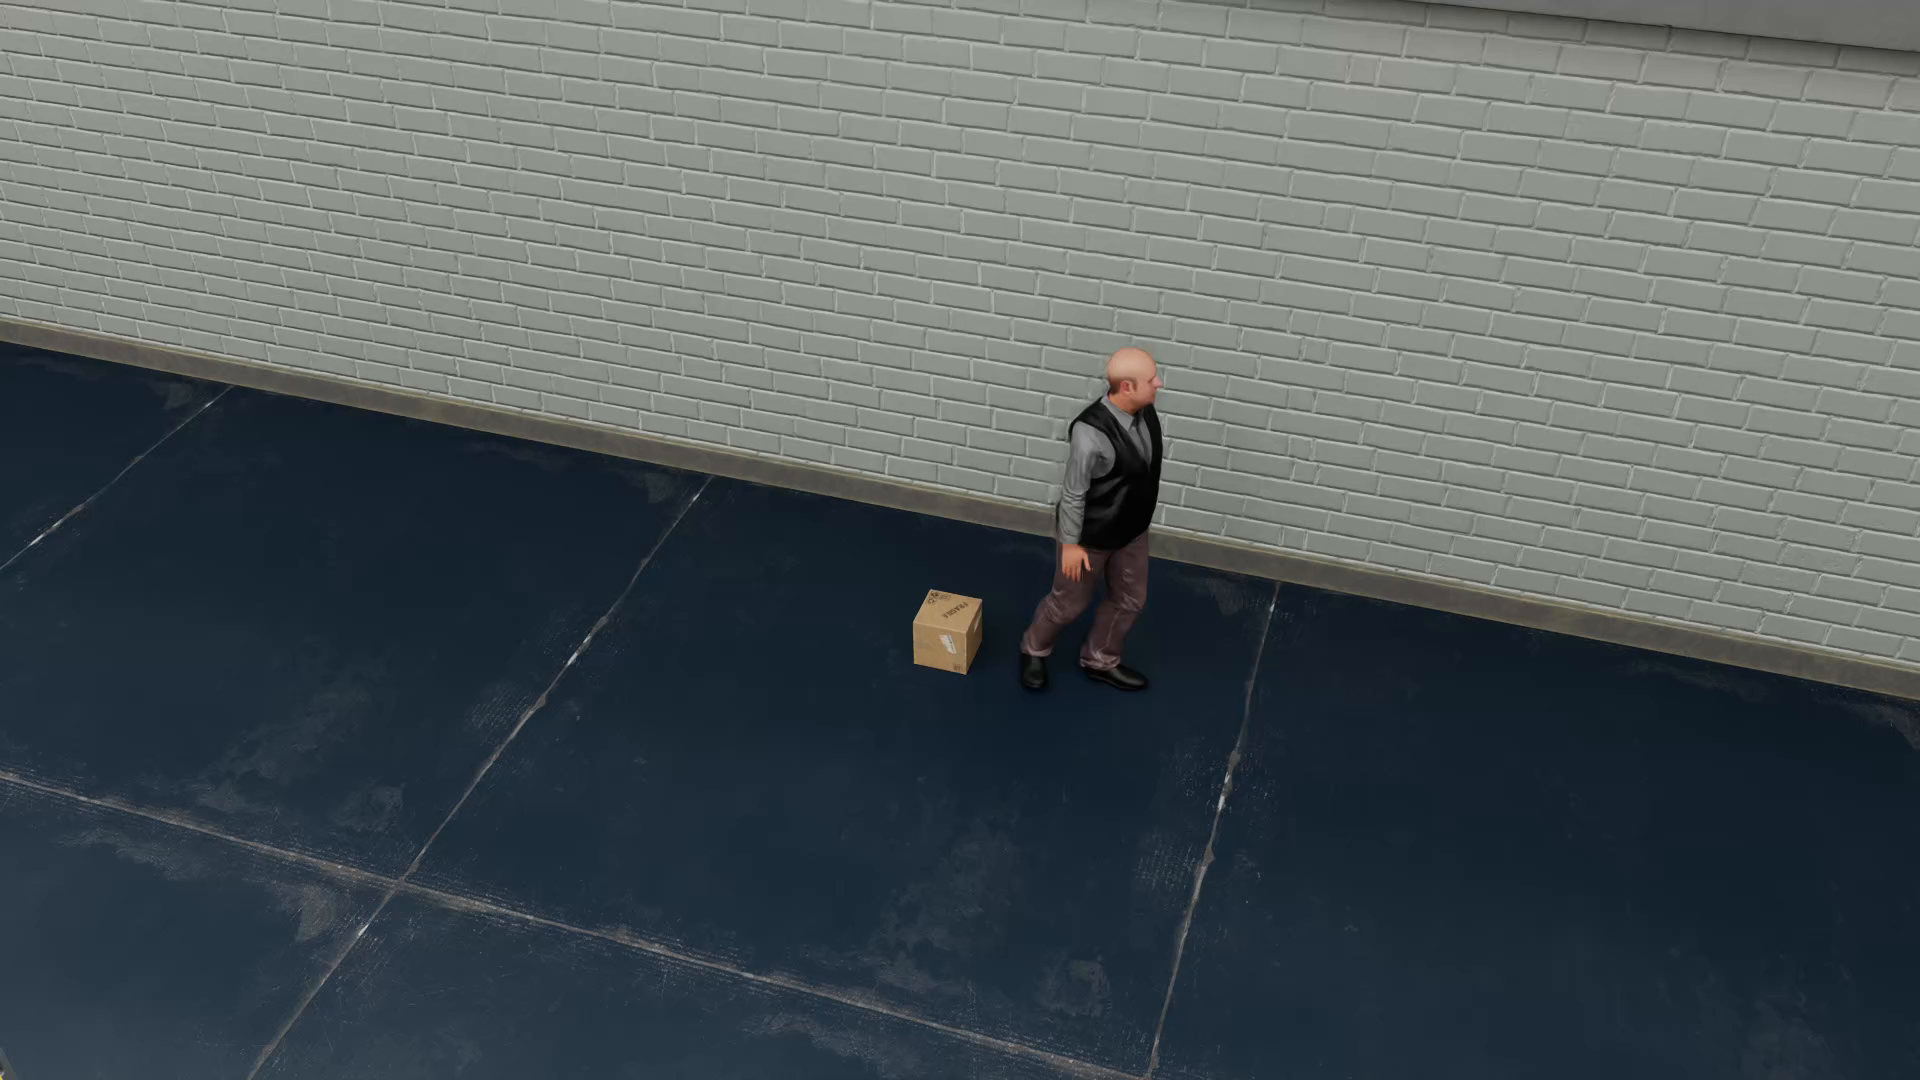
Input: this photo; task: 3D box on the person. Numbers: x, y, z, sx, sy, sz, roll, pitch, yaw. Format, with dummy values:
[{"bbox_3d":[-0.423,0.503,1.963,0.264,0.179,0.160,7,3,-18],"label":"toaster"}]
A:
[{"bbox_3d":[0.560,-0.079,7.020,0.560,1.708,0.567,27,44,31],"label":"person"}]
